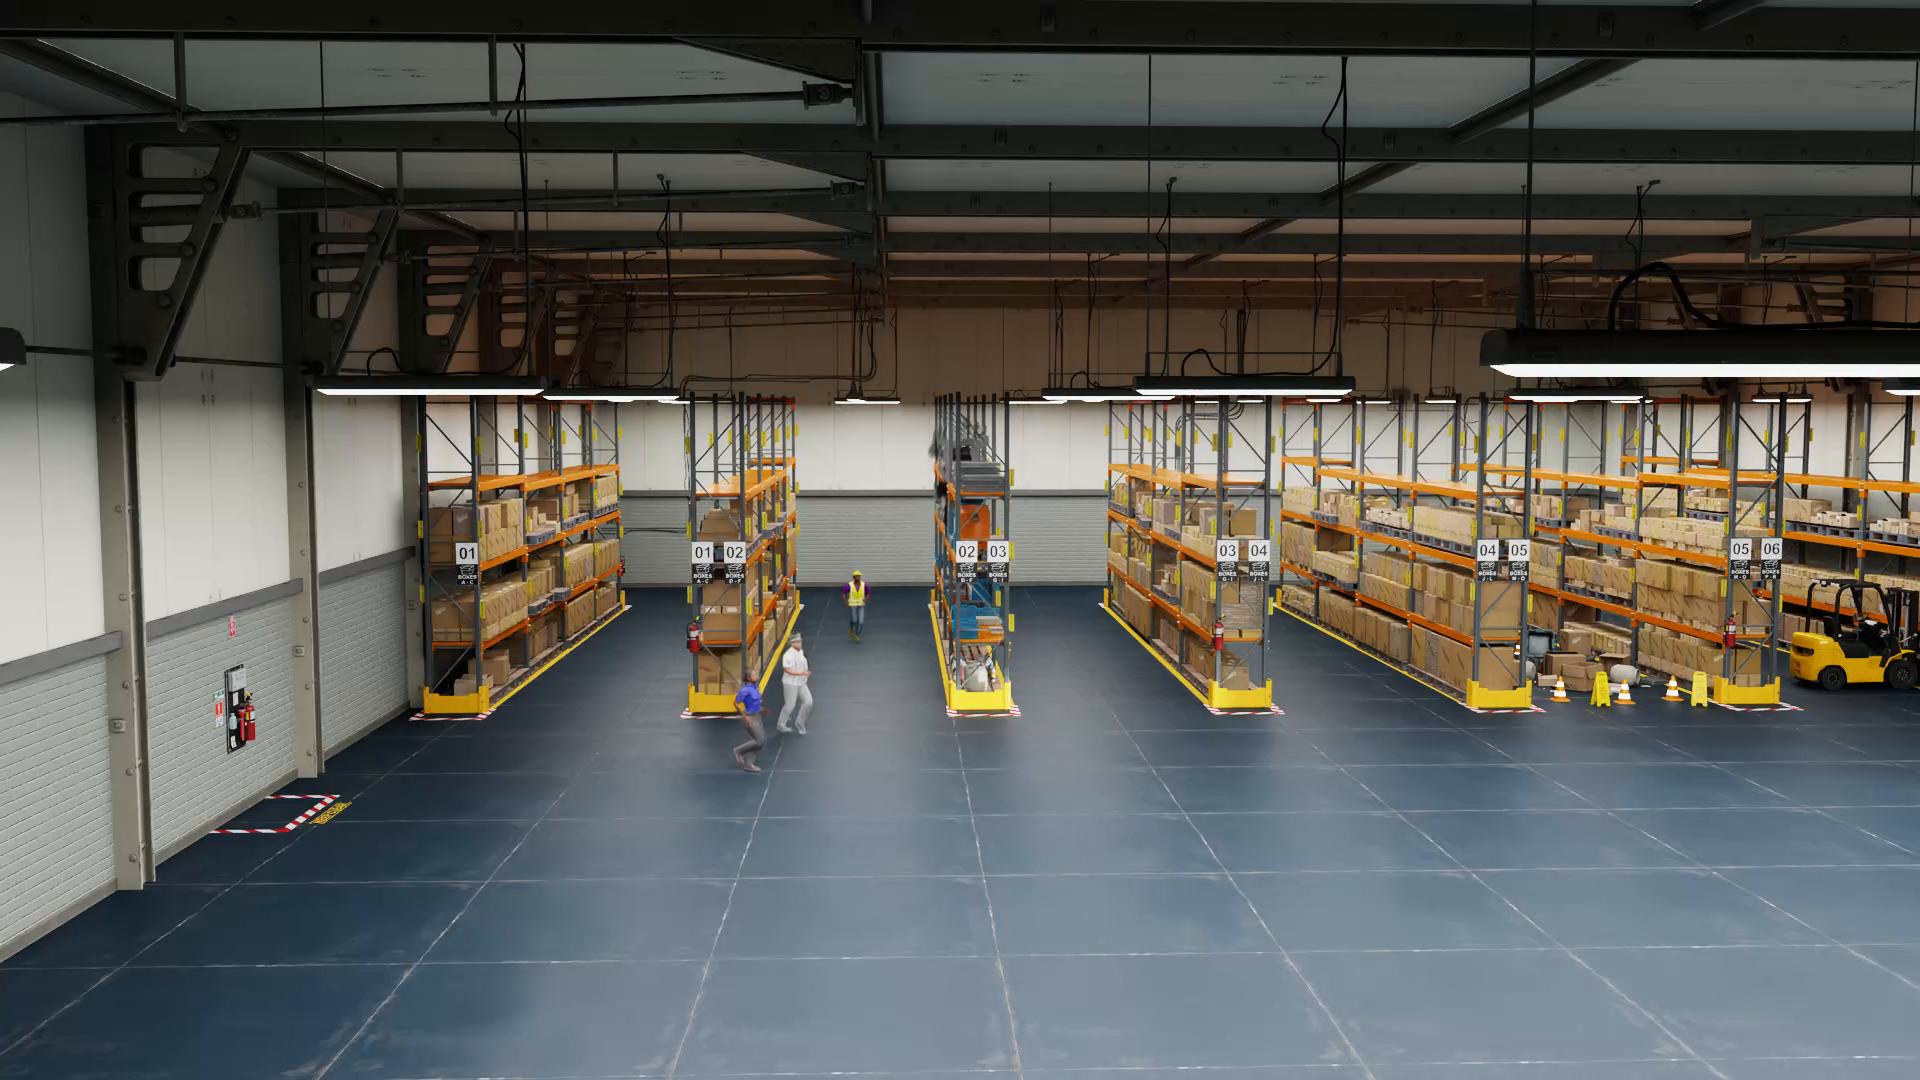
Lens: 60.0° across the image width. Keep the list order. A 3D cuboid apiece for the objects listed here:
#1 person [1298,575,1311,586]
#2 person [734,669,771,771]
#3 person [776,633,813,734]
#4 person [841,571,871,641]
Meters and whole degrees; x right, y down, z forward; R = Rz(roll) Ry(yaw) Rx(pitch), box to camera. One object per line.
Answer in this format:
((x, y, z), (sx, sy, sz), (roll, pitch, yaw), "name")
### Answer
((10.147, 0.971, 48.968), (0.880, 1.643, 0.583), (3, 6, 37), "person")
((-3.256, 2.838, 26.126), (0.556, 1.602, 0.577), (1, 5, 16), "person")
((-2.852, 2.540, 29.039), (0.753, 1.854, 0.686), (3, 5, 31), "person")
((-2.512, 1.613, 40.567), (0.698, 1.720, 0.575), (-1, 5, -14), "person")
